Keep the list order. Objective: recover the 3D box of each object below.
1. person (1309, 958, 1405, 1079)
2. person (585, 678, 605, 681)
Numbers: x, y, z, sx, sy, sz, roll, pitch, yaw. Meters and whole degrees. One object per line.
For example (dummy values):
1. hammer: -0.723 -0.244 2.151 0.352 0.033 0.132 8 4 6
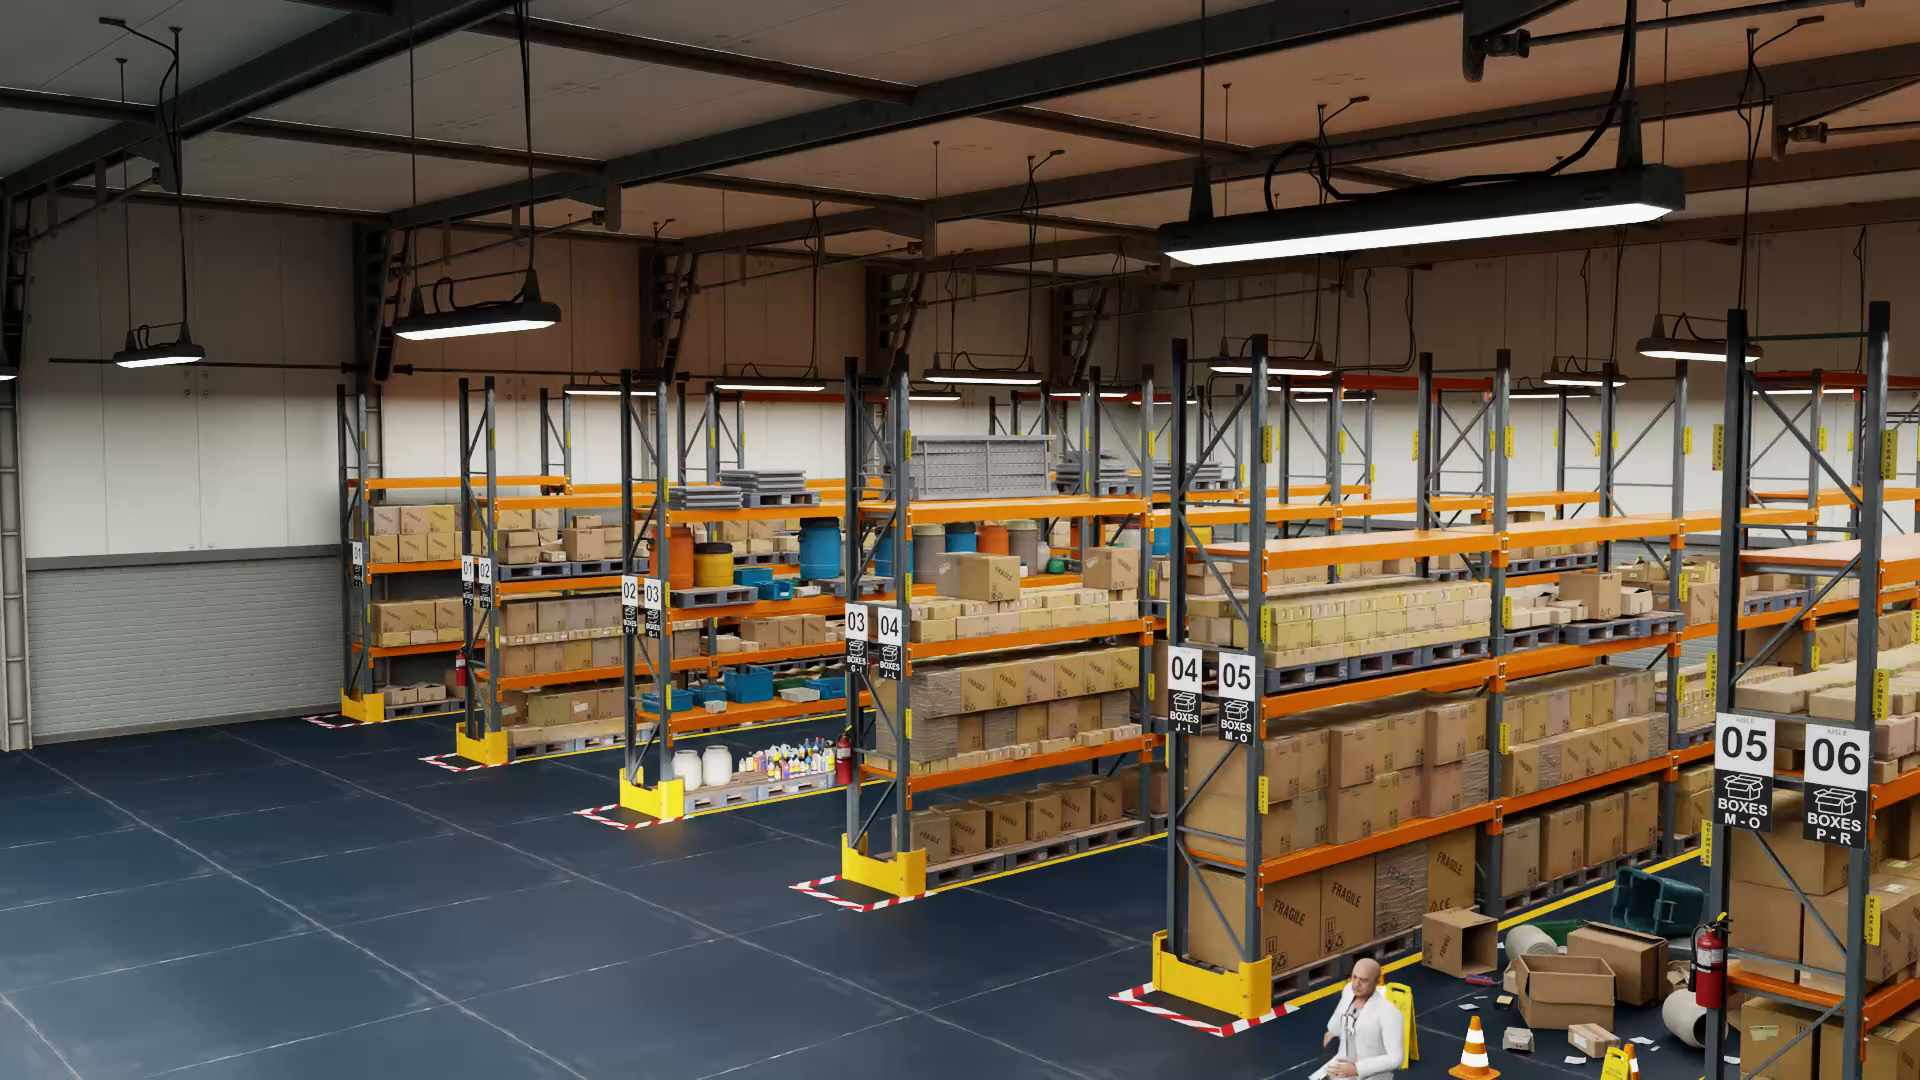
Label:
1. person: 2.627 3.605 11.156 0.756 1.690 0.881 -3 5 -42
2. person: -6.411 2.498 29.417 0.561 1.551 0.757 1 4 8
